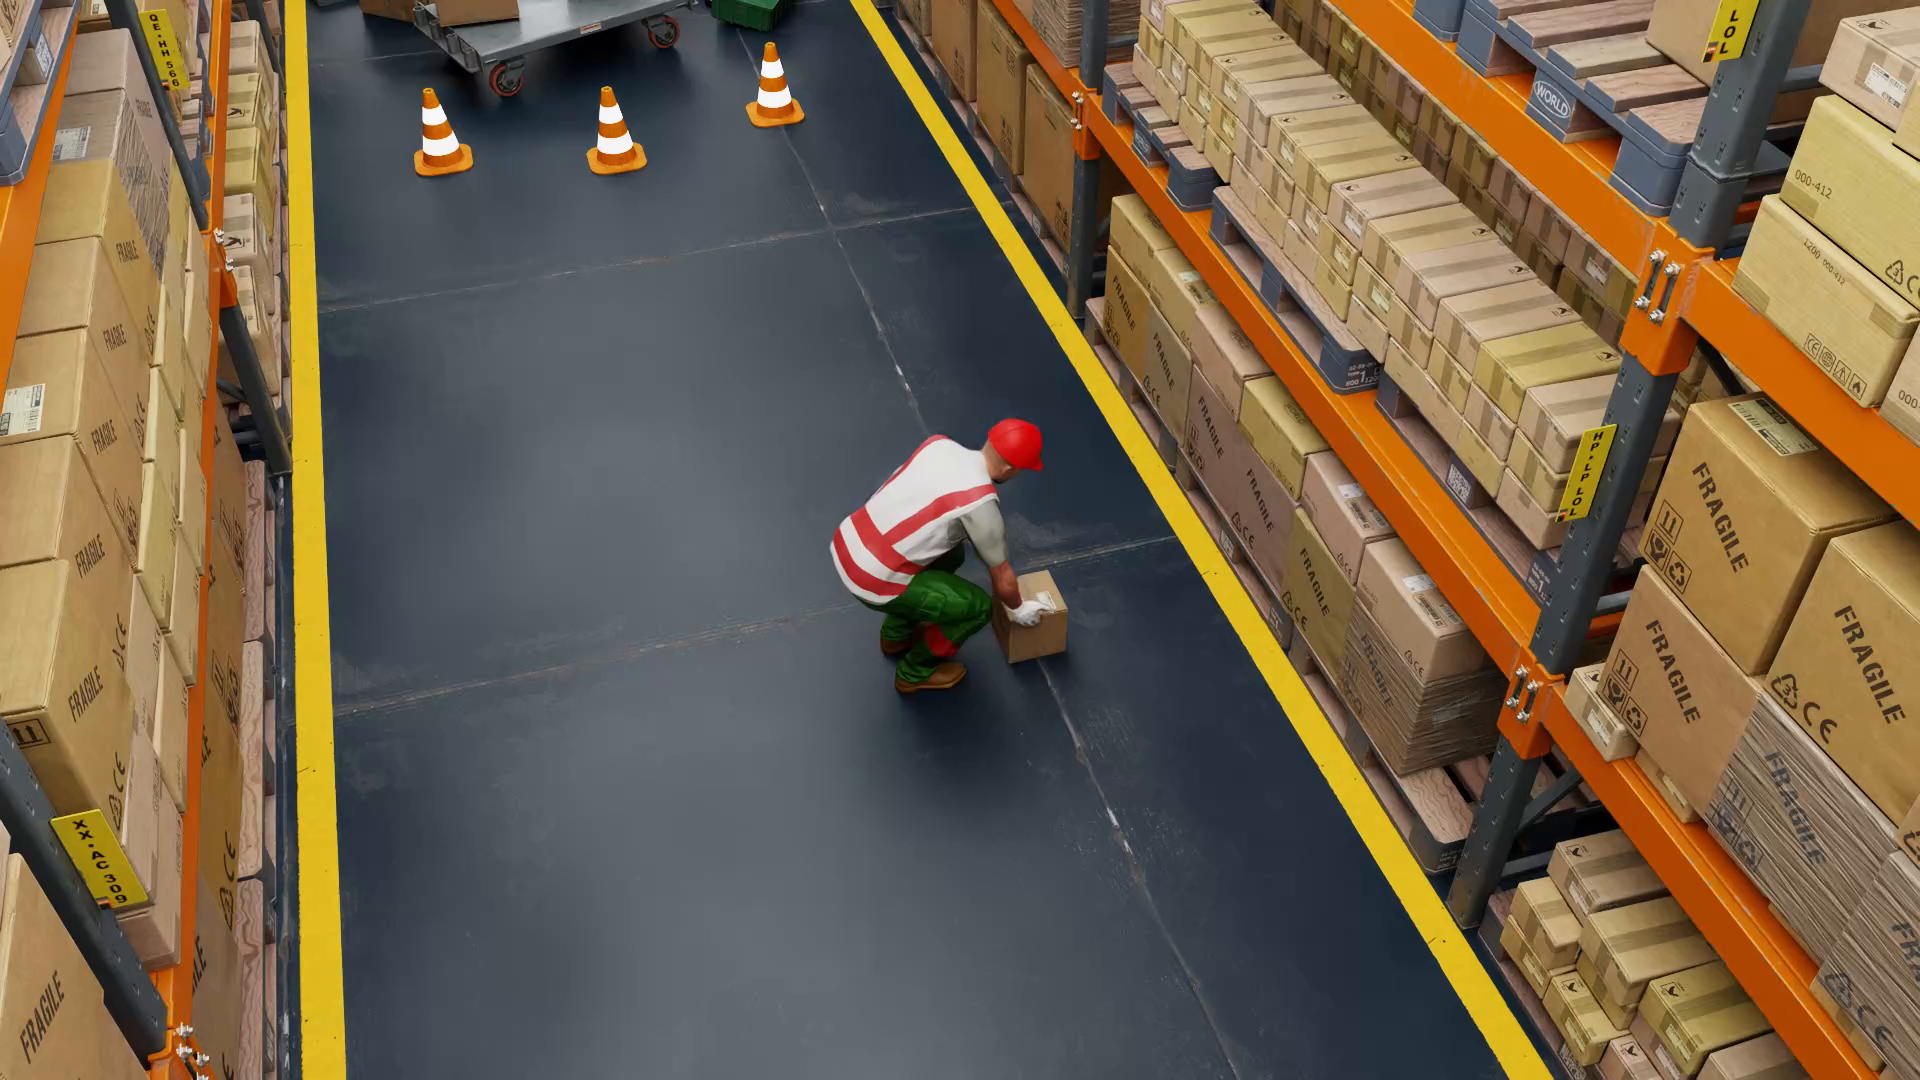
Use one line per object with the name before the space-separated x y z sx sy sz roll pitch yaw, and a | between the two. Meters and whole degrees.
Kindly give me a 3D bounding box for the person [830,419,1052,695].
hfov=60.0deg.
person | -0.084 0.045 6.598 0.863 1.116 0.581 -12 43 -13
